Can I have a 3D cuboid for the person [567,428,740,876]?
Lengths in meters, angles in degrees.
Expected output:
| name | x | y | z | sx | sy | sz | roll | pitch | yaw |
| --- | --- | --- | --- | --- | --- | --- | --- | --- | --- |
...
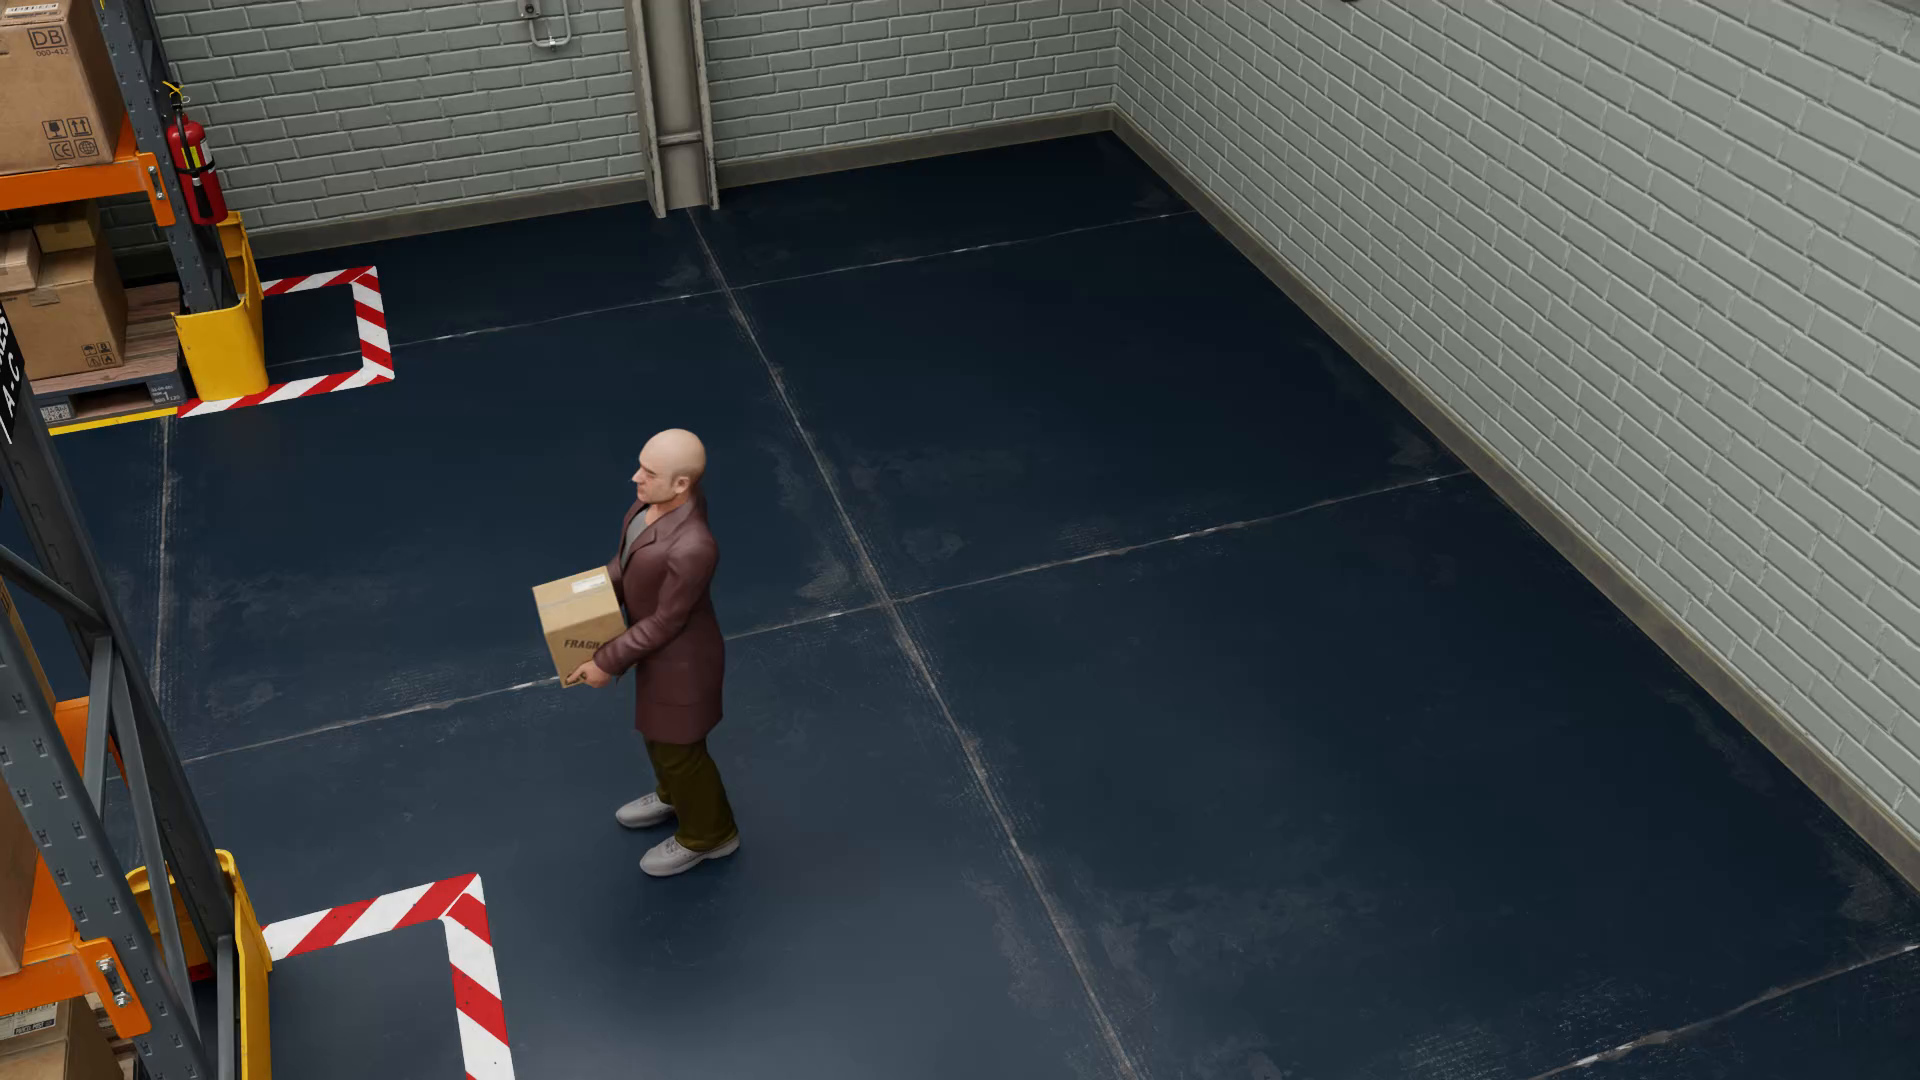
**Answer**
| name | x | y | z | sx | sy | sz | roll | pitch | yaw |
| --- | --- | --- | --- | --- | --- | --- | --- | --- | --- |
| person | -1.062 | 0.401 | 5.639 | 0.553 | 1.769 | 0.526 | -12 | 39 | -16 |
